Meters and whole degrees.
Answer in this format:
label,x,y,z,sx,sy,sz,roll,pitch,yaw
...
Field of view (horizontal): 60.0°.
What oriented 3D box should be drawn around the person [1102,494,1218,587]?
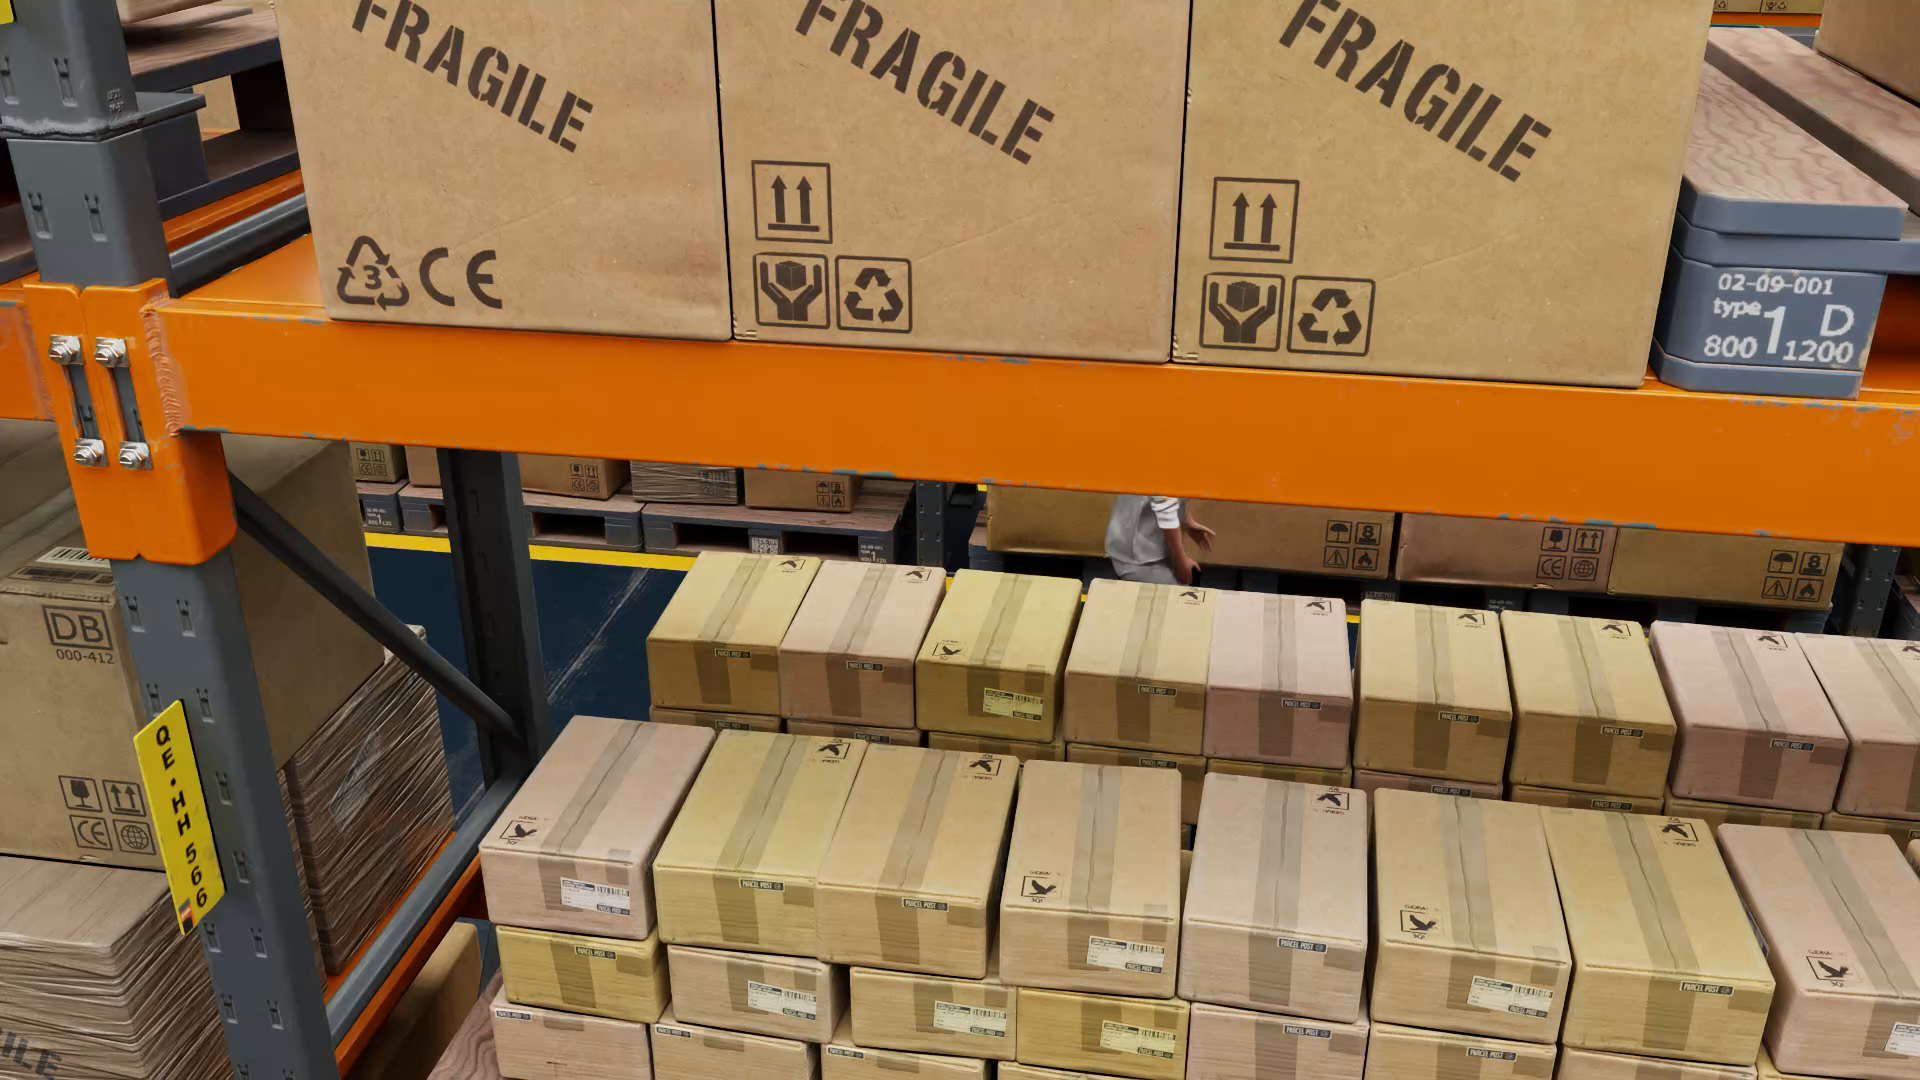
label,x,y,z,sx,sy,sz,roll,pitch,yaw
person,0.748,0.032,6.165,0.437,1.511,0.437,5,26,10
